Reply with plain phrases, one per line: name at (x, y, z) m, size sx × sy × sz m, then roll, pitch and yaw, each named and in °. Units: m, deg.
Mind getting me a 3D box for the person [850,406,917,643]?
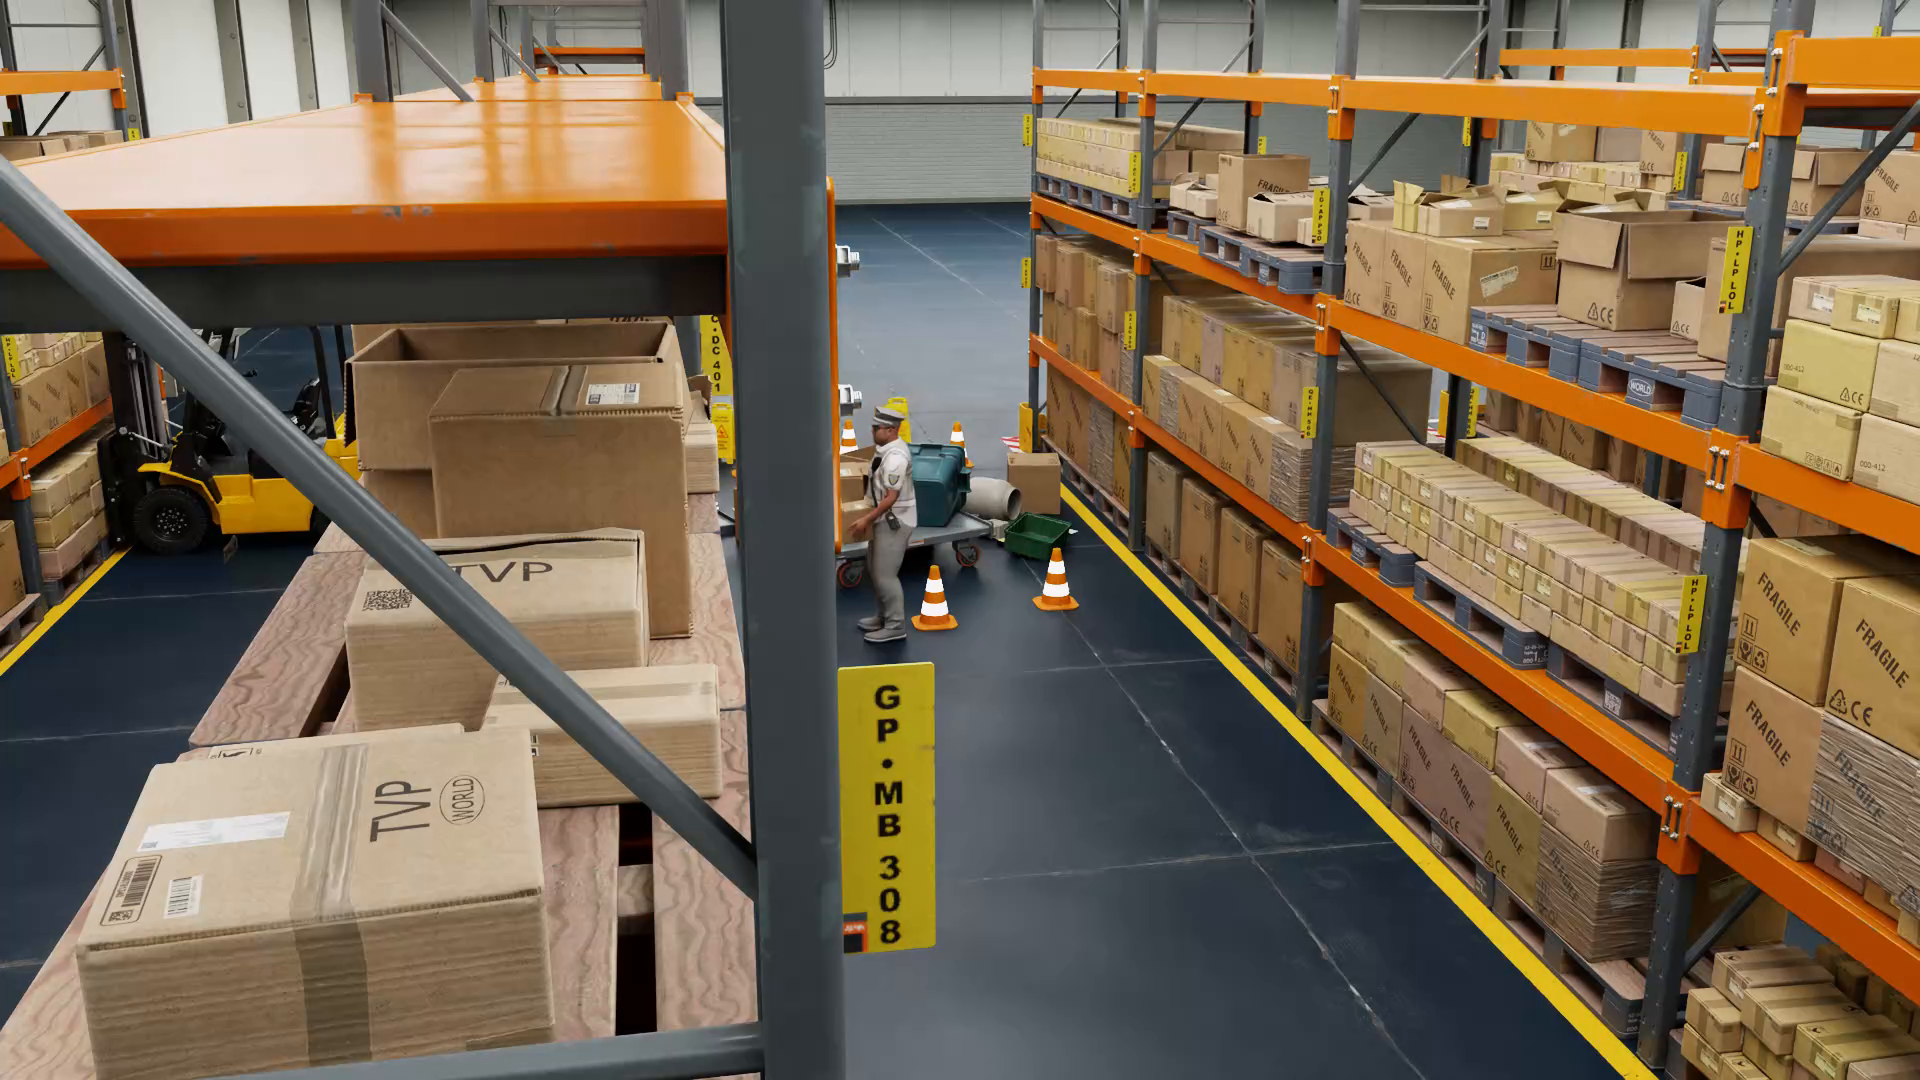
person at (-0.589, -0.132, 12.431) m, size 0.512 × 1.772 × 0.530 m, roll -3°, pitch 17°, yaw -11°
